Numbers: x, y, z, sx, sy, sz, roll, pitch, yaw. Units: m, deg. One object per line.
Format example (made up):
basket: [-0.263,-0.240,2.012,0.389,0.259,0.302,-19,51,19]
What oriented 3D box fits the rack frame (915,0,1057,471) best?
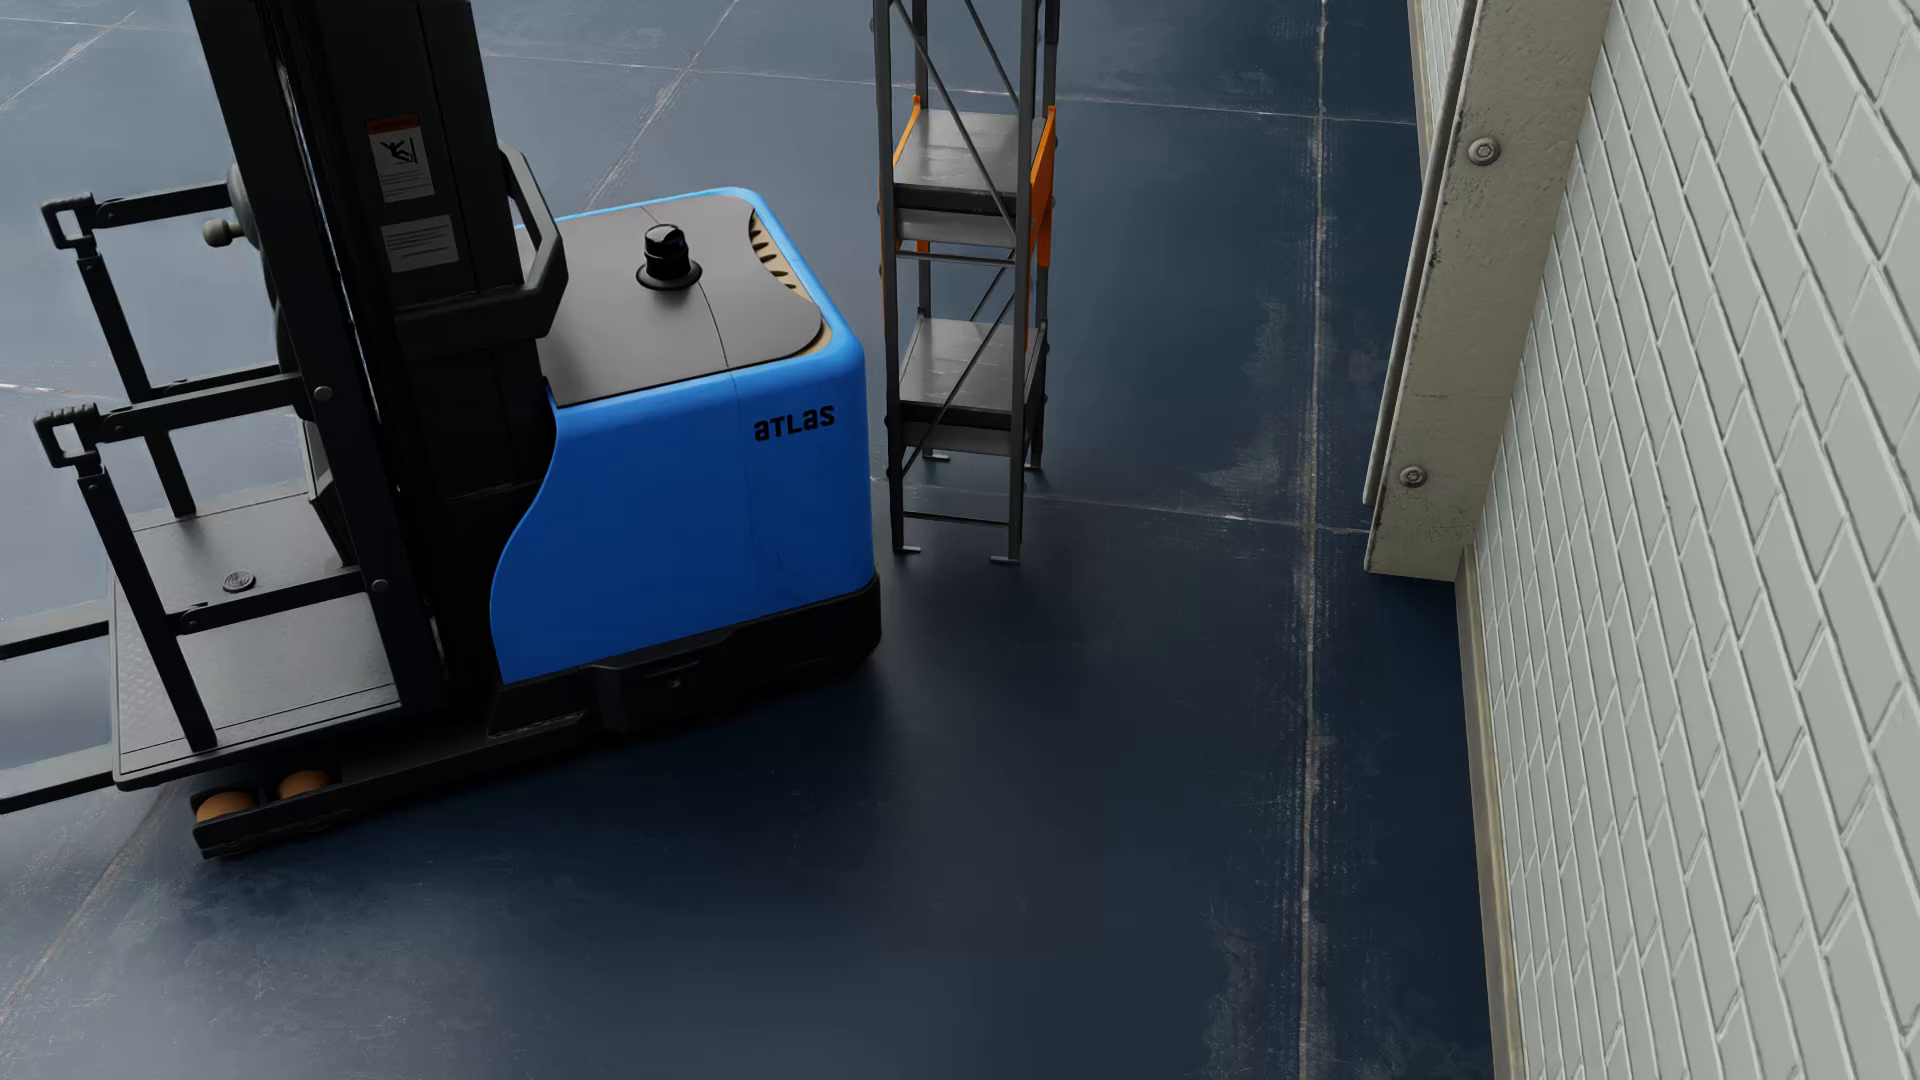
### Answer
rack frame: [0.071,-1.066,4.892,0.400,2.100,0.015,6,40,8]

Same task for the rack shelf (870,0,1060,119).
rack shelf: [0.029,-1.442,4.269,0.431,0.518,0.480,6,40,8]

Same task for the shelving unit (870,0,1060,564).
shelving unit: [0.029,-0.913,4.707,0.431,2.100,0.503,6,40,8]

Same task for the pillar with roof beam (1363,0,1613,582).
pillar with roof beam: [-2.805,-3.953,2.969,9.100,9.000,0.400,6,40,8]

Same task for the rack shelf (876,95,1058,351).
rack shelf: [0.029,-0.903,4.715,0.431,0.518,0.480,6,40,8]

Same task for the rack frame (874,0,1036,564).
rack frame: [-0.014,-0.760,4.521,0.400,2.100,0.015,6,40,8]

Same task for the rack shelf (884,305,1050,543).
rack shelf: [0.029,-0.363,5.161,0.431,0.518,0.480,6,40,8]

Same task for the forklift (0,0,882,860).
forklift: [-1.794,-0.705,3.802,3.031,2.935,1.130,-15,42,-17]
